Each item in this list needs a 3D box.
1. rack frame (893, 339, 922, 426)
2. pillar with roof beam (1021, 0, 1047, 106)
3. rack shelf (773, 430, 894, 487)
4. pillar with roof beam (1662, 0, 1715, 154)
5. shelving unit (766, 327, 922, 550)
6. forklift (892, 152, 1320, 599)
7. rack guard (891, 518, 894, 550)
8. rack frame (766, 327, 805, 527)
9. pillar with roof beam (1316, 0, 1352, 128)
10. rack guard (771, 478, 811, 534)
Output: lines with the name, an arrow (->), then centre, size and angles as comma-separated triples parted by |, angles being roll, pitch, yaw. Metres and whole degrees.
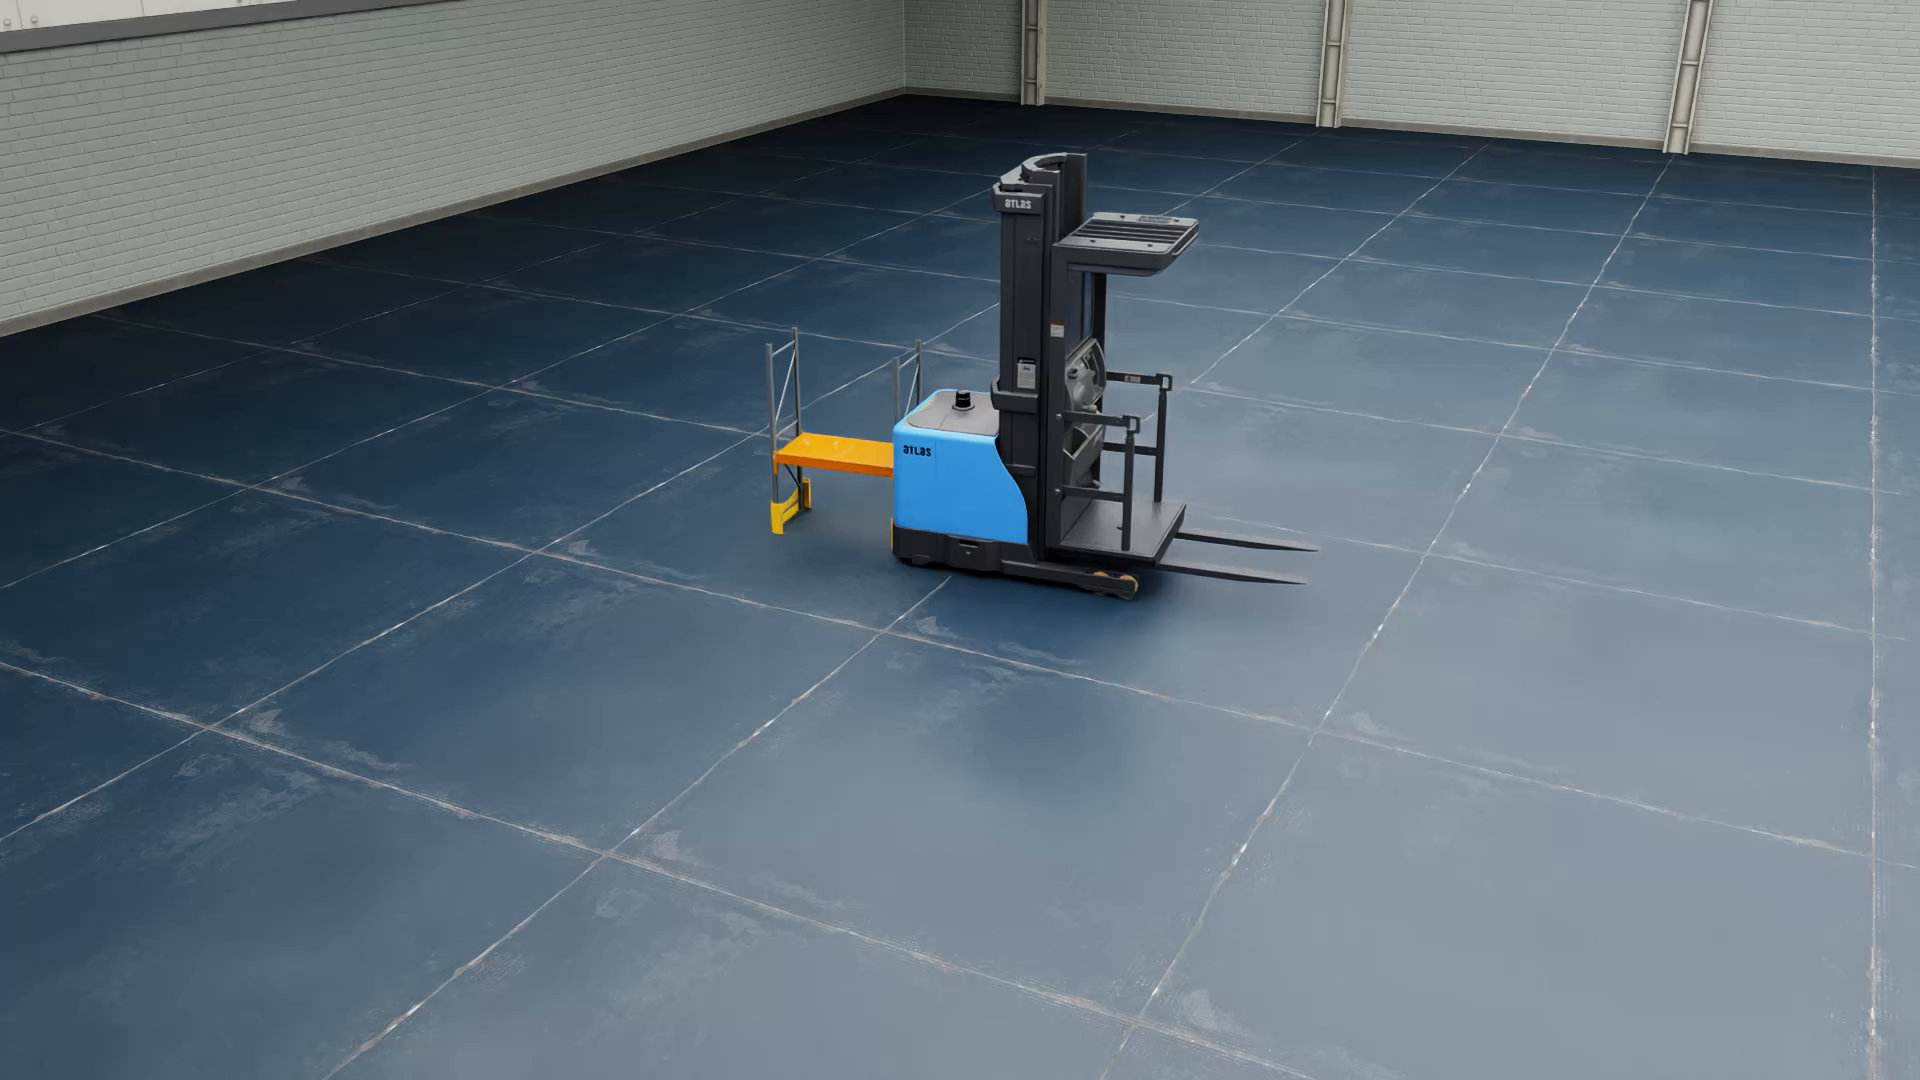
rack frame -> -0.386, -0.717, 12.521 | 0.032, 1.500, 0.500 | 8, 24, 18
pillar with roof beam -> -0.488, -11.352, 27.944 | 0.400, 9.000, 9.100 | 11, 25, 25
rack shelf -> -0.865, -0.618, 12.746 | 1.000, 0.185, 0.538 | 8, 24, 18
pillar with roof beam -> 10.221, -9.233, 22.961 | 0.400, 9.000, 9.100 | 11, 25, 25
shelving unit -> -0.857, -0.782, 12.673 | 1.083, 1.500, 0.587 | 8, 24, 18
forklift -> 1.075, -1.164, 11.742 | 3.031, 2.935, 1.130 | 8, 24, 18
rack guard -> -0.387, -0.142, 12.766 | 0.087, 0.250, 0.587 | 8, 24, 18
rack frame -> -1.345, -0.850, 12.831 | 0.032, 1.500, 0.500 | 8, 24, 18
pillar with roof beam -> 4.867, -10.292, 25.453 | 0.400, 9.000, 9.100 | 11, 25, 25
rack guard -> -1.326, -0.272, 13.070 | 0.087, 0.250, 0.587 | 8, 24, 18
